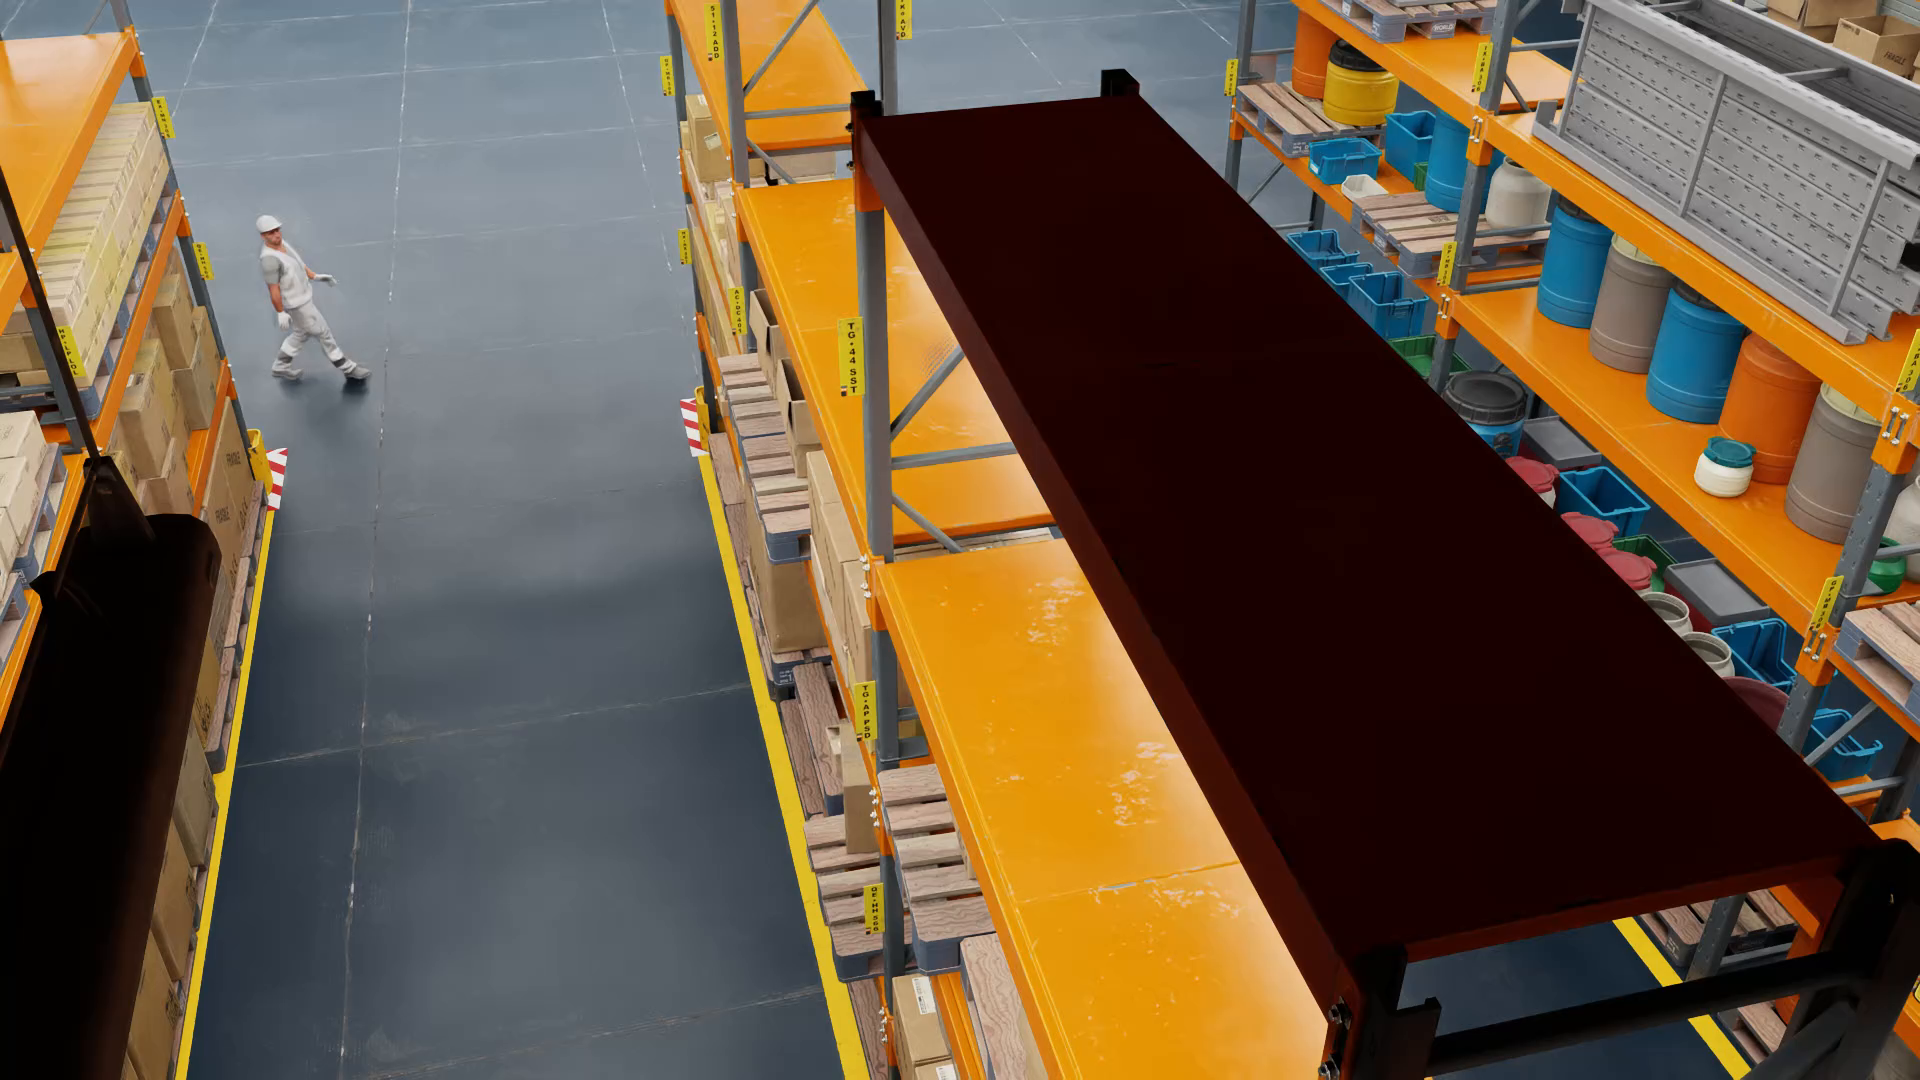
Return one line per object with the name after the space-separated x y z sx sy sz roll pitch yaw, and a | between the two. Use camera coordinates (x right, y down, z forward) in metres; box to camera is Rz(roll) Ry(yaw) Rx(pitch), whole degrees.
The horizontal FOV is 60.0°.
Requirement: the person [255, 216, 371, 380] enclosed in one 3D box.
-6.287 -2.310 15.928 0.939 1.745 0.568 -9 36 -13 | person
